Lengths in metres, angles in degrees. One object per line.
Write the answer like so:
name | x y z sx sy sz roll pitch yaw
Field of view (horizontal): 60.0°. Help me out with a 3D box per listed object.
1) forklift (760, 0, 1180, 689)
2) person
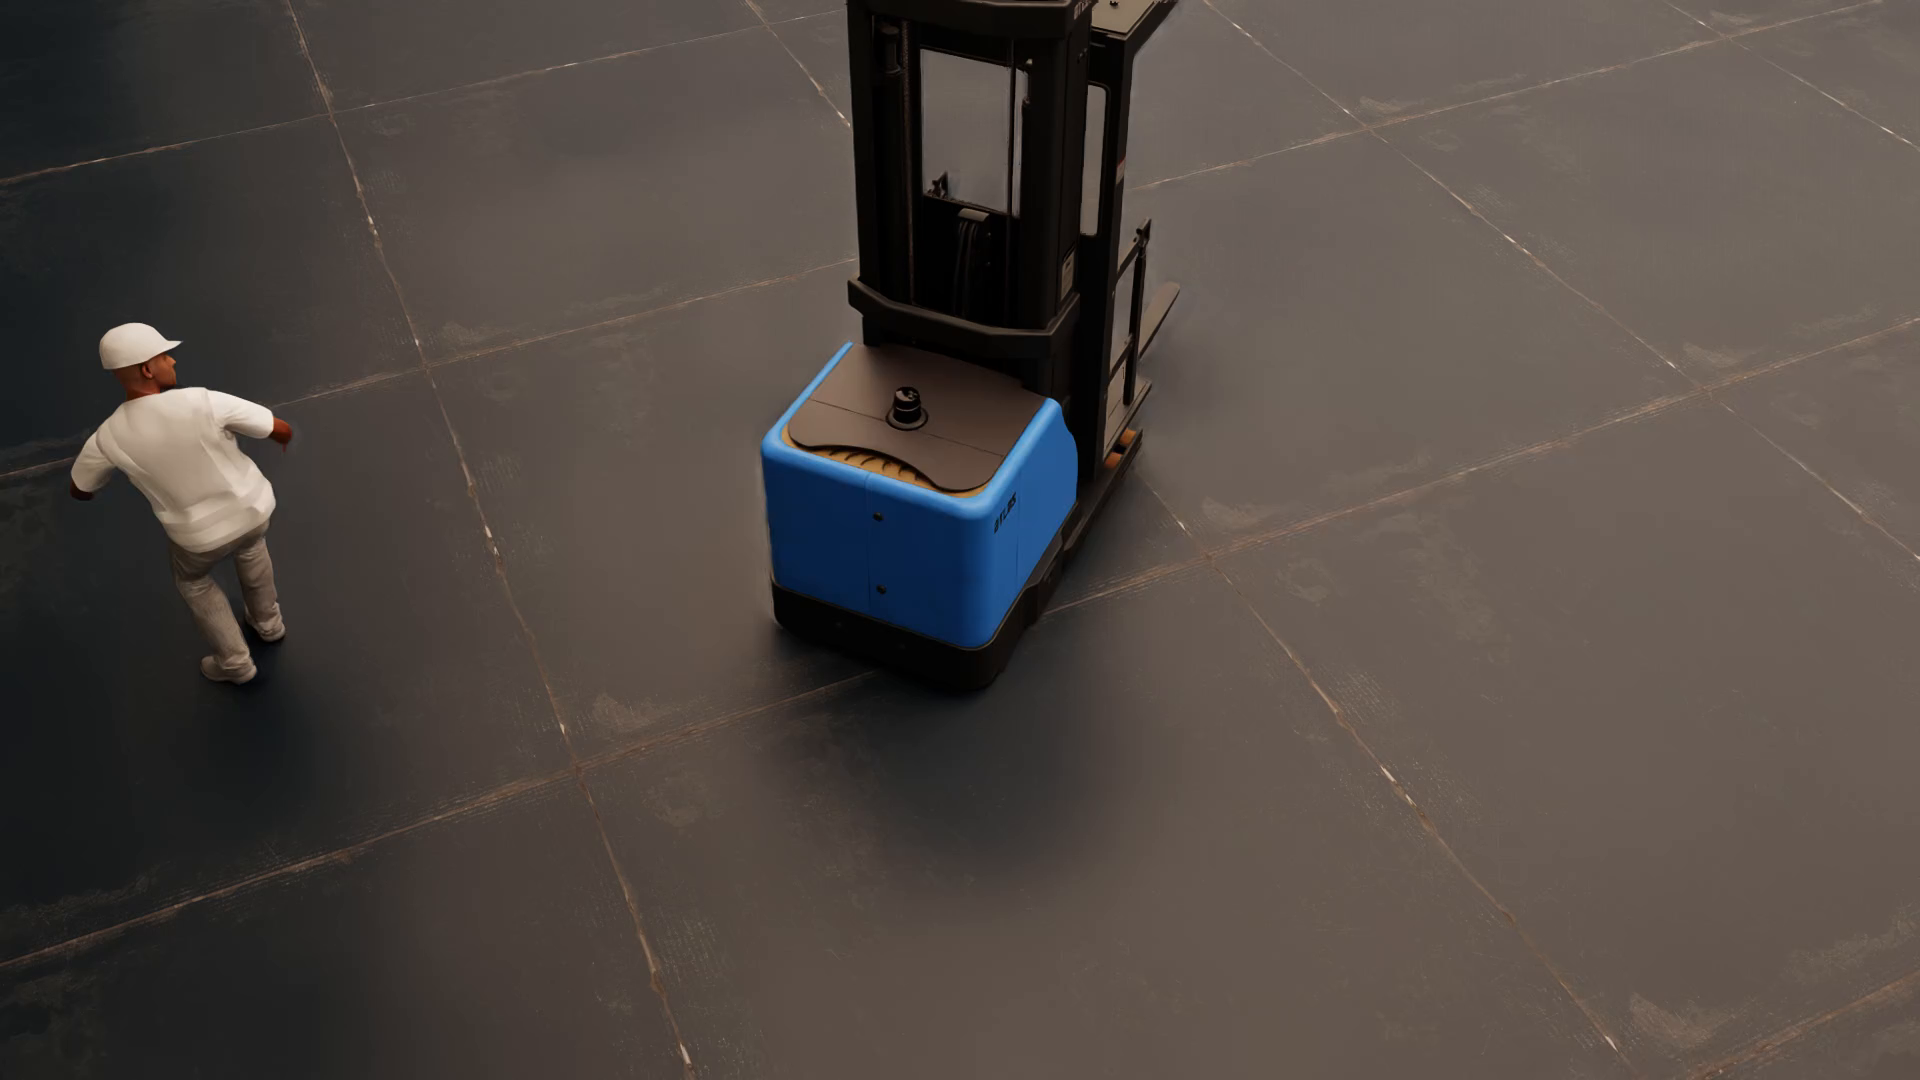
forklift | 0.252 -1.451 7.235 1.130 2.935 3.031 17 46 18
person | -3.132 -0.187 6.811 0.832 1.693 0.707 -27 49 -26
